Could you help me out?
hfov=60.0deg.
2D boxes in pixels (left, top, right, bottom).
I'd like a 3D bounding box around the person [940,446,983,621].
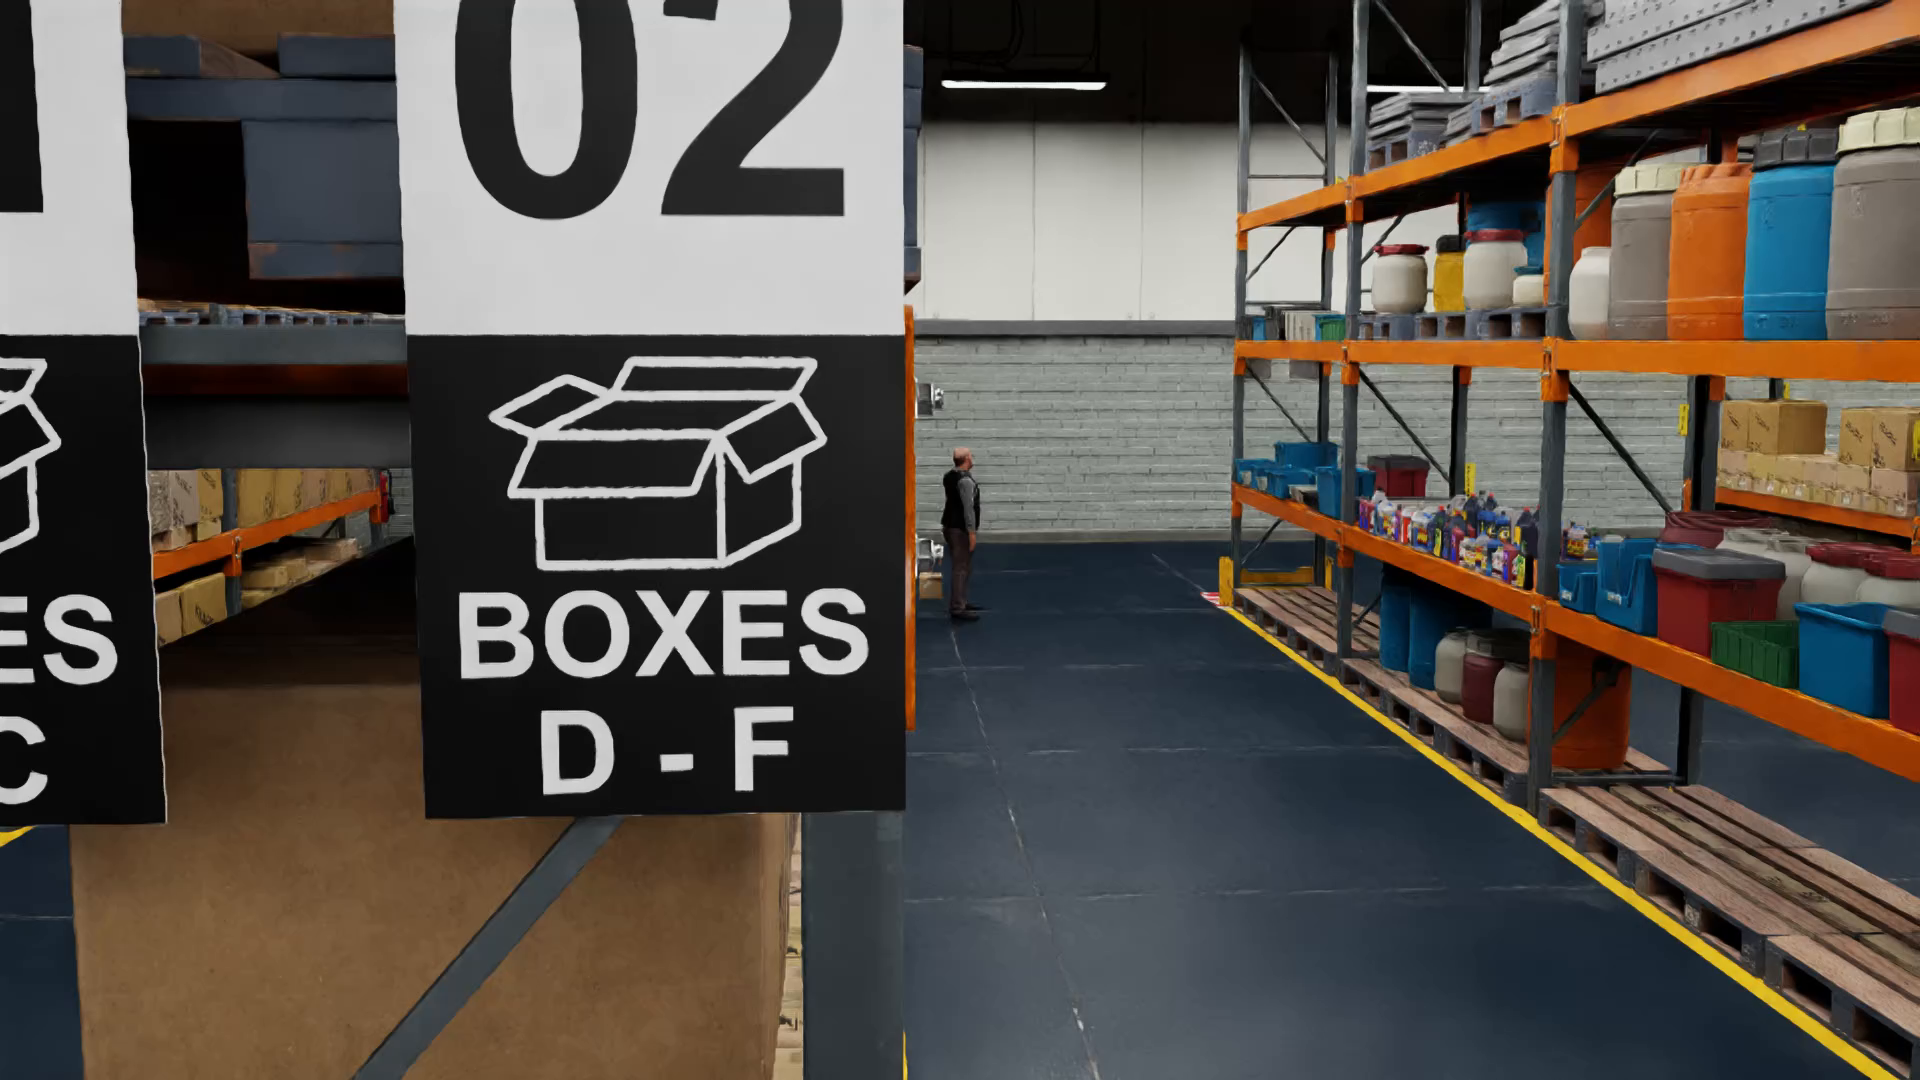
[{"bbox_3d":[0.064,-0.083,16.806,0.470,1.730,0.588,-3,7,-21],"label":"person"}]
